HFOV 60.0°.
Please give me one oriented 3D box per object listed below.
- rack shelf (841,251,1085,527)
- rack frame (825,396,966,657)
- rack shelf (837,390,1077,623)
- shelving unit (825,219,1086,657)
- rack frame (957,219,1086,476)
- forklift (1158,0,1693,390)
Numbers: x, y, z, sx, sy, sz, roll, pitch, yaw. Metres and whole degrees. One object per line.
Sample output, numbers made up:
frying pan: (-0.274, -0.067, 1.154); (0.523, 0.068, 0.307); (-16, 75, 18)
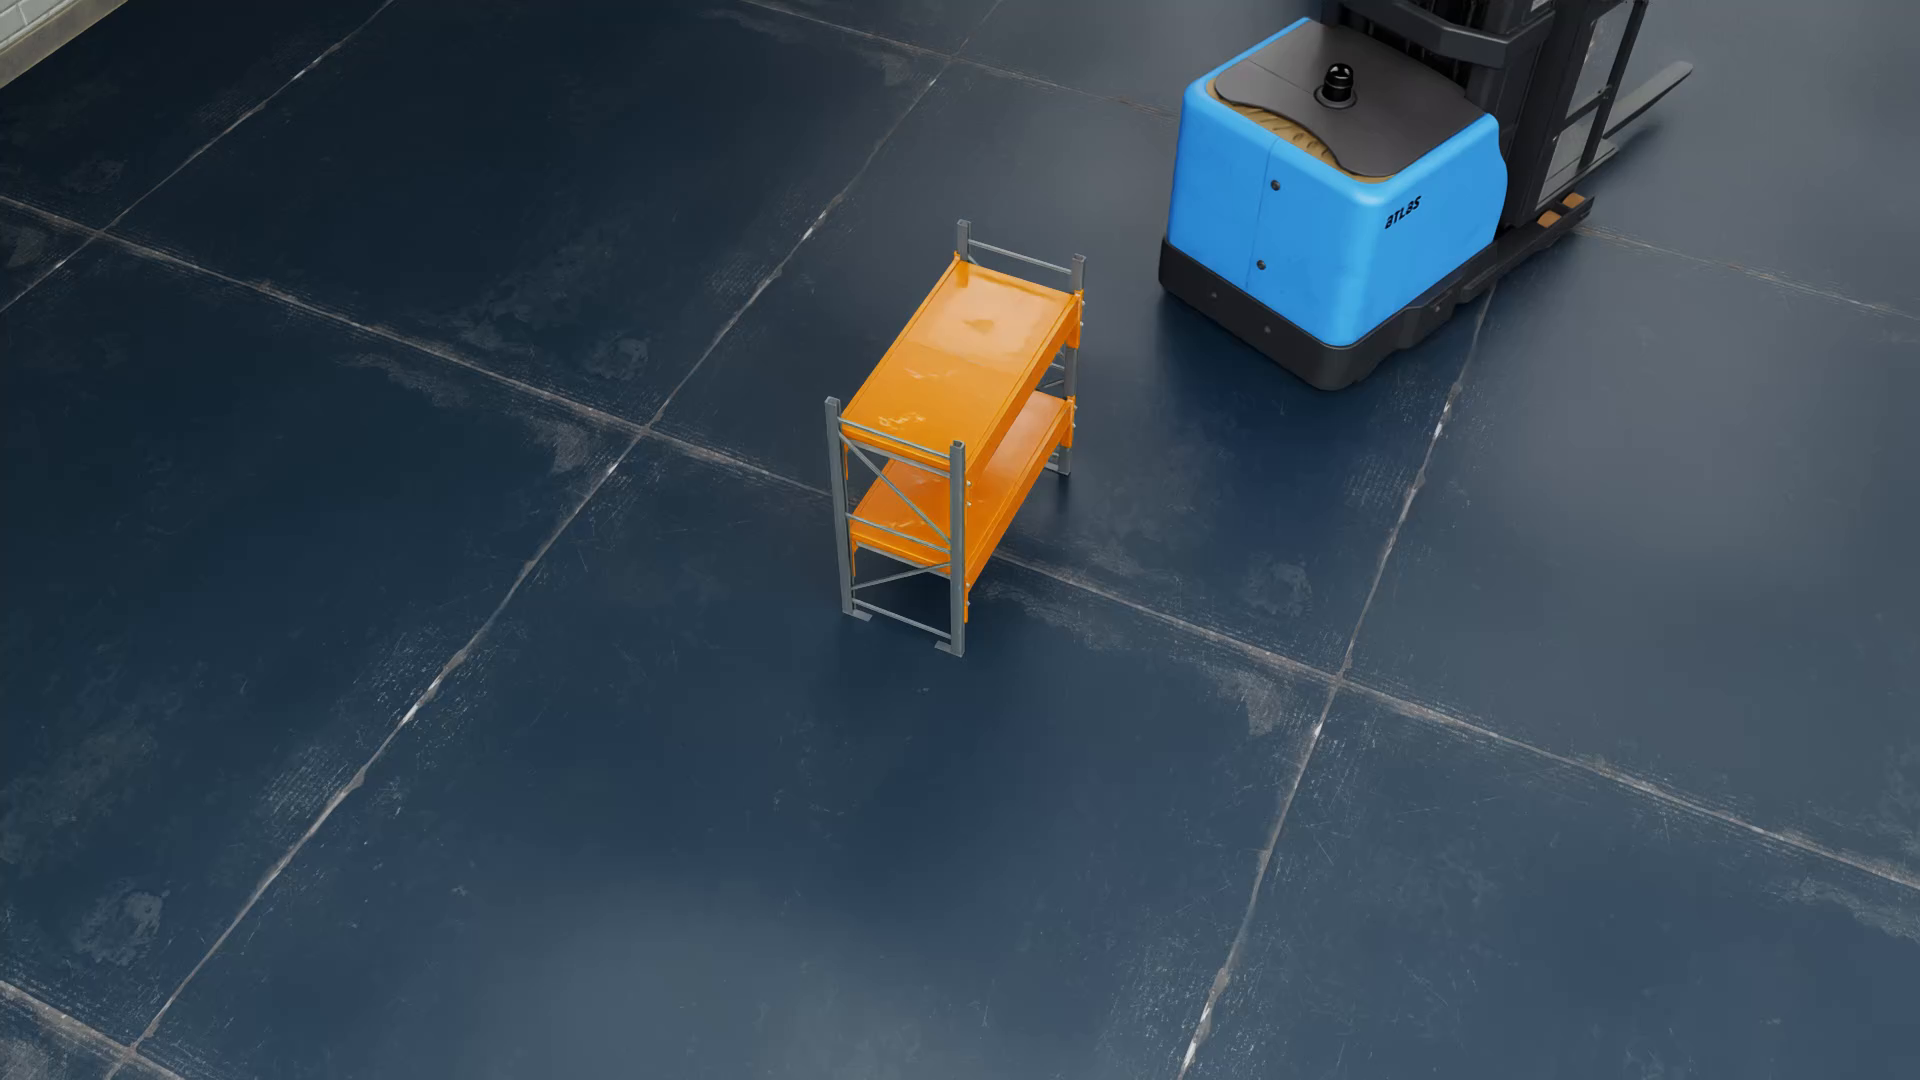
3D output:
rack shelf: (0.003, -0.559, 5.918); (0.538, 0.278, 1.000); (20, 52, 16)
rack frame: (-0.214, -0.019, 5.843); (0.500, 1.125, 0.032); (20, 52, 16)
rack shelf: (0.003, -0.211, 6.327); (0.538, 0.278, 1.000); (20, 52, 16)
shelving unit: (0.003, -0.369, 6.141); (0.538, 1.125, 1.048); (20, 52, 16)
rack frame: (0.220, -0.719, 6.439); (0.500, 1.125, 0.032); (20, 52, 16)
forklift: (2.315, -2.573, 6.830); (3.031, 2.935, 1.130); (-35, 58, -26)
